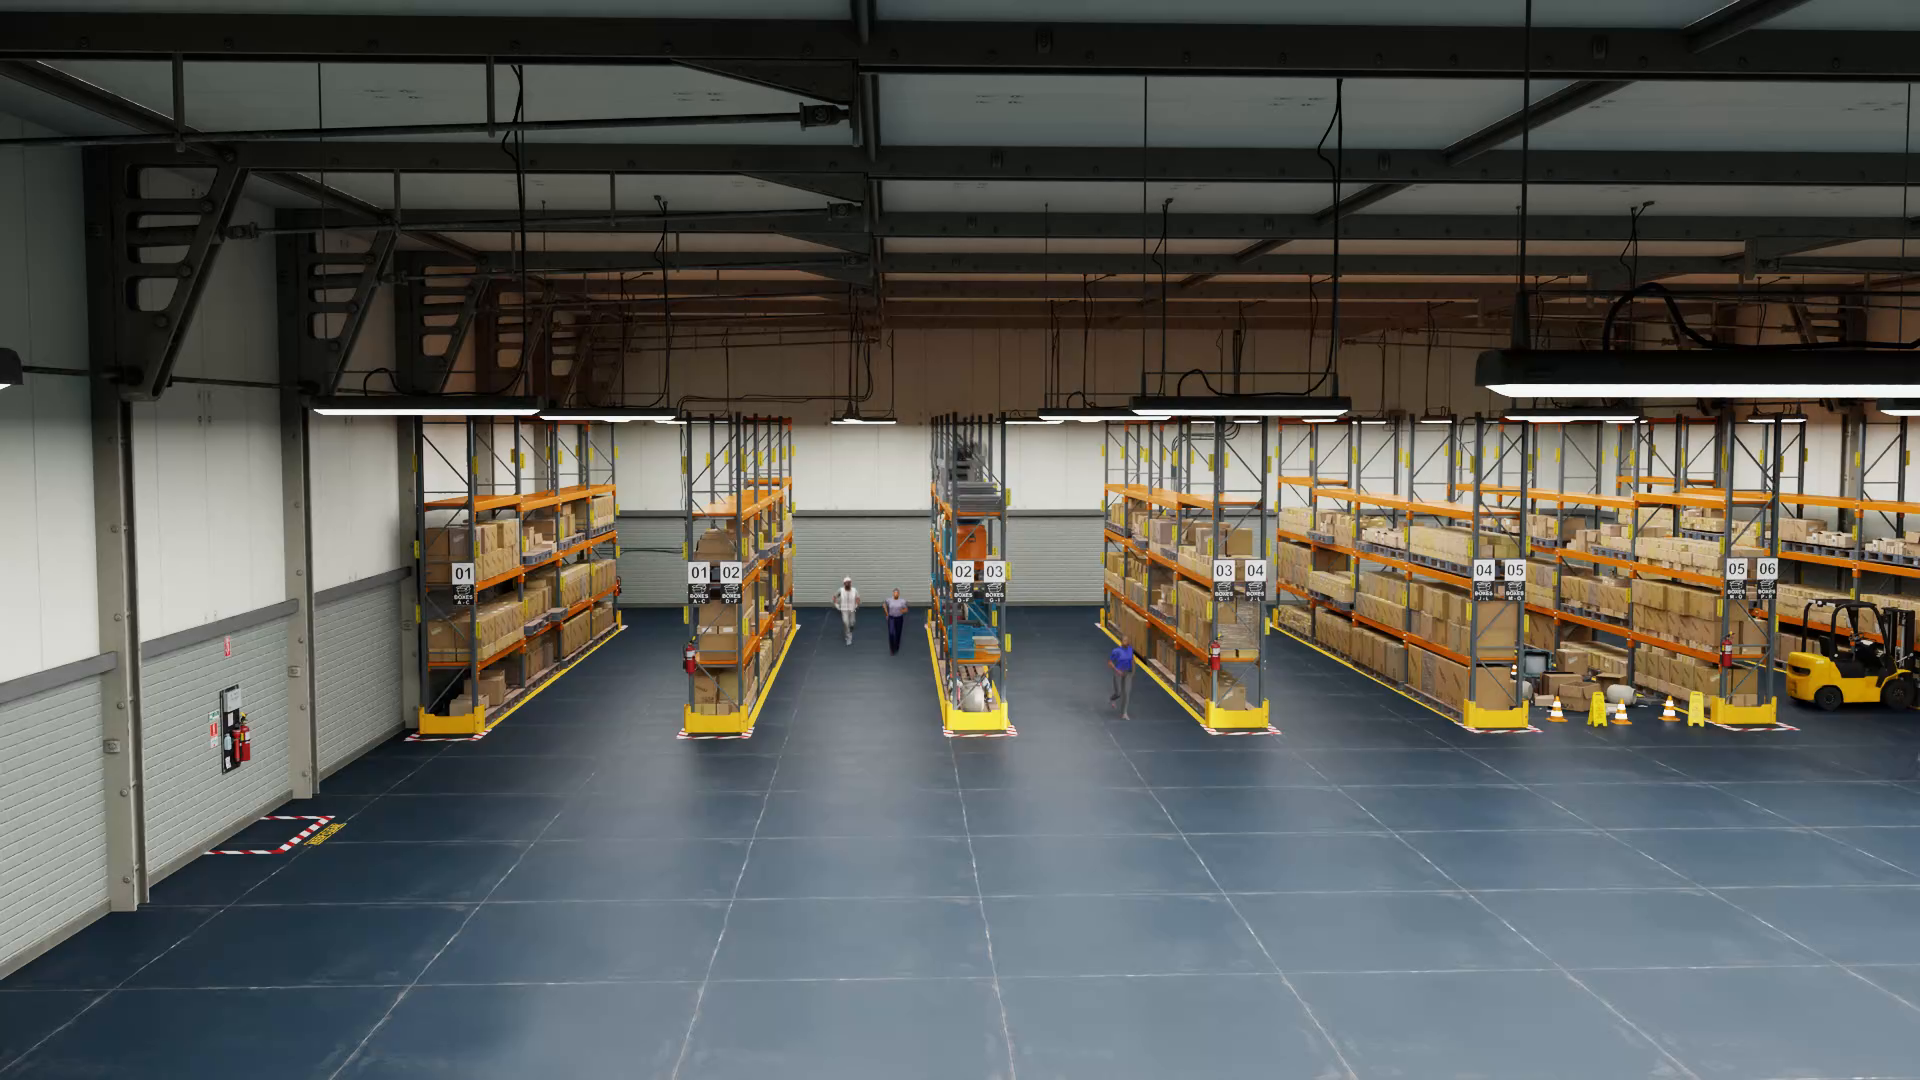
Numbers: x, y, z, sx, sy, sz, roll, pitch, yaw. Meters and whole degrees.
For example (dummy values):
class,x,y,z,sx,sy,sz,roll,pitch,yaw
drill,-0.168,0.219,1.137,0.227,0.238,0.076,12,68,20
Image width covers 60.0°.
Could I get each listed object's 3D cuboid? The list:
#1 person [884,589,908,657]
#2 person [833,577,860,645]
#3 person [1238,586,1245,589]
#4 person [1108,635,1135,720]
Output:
class,x,y,z,sx,sy,sz,roll,pitch,yaw
person,-1.605,2.077,41.733,0.593,1.684,0.796,-1,4,-7
person,-2.992,1.860,43.936,0.705,1.751,0.804,-1,4,-14
person,8.183,1.622,48.359,0.700,1.681,0.809,4,5,44
person,3.205,2.685,32.853,0.599,1.646,0.858,-1,4,-18
